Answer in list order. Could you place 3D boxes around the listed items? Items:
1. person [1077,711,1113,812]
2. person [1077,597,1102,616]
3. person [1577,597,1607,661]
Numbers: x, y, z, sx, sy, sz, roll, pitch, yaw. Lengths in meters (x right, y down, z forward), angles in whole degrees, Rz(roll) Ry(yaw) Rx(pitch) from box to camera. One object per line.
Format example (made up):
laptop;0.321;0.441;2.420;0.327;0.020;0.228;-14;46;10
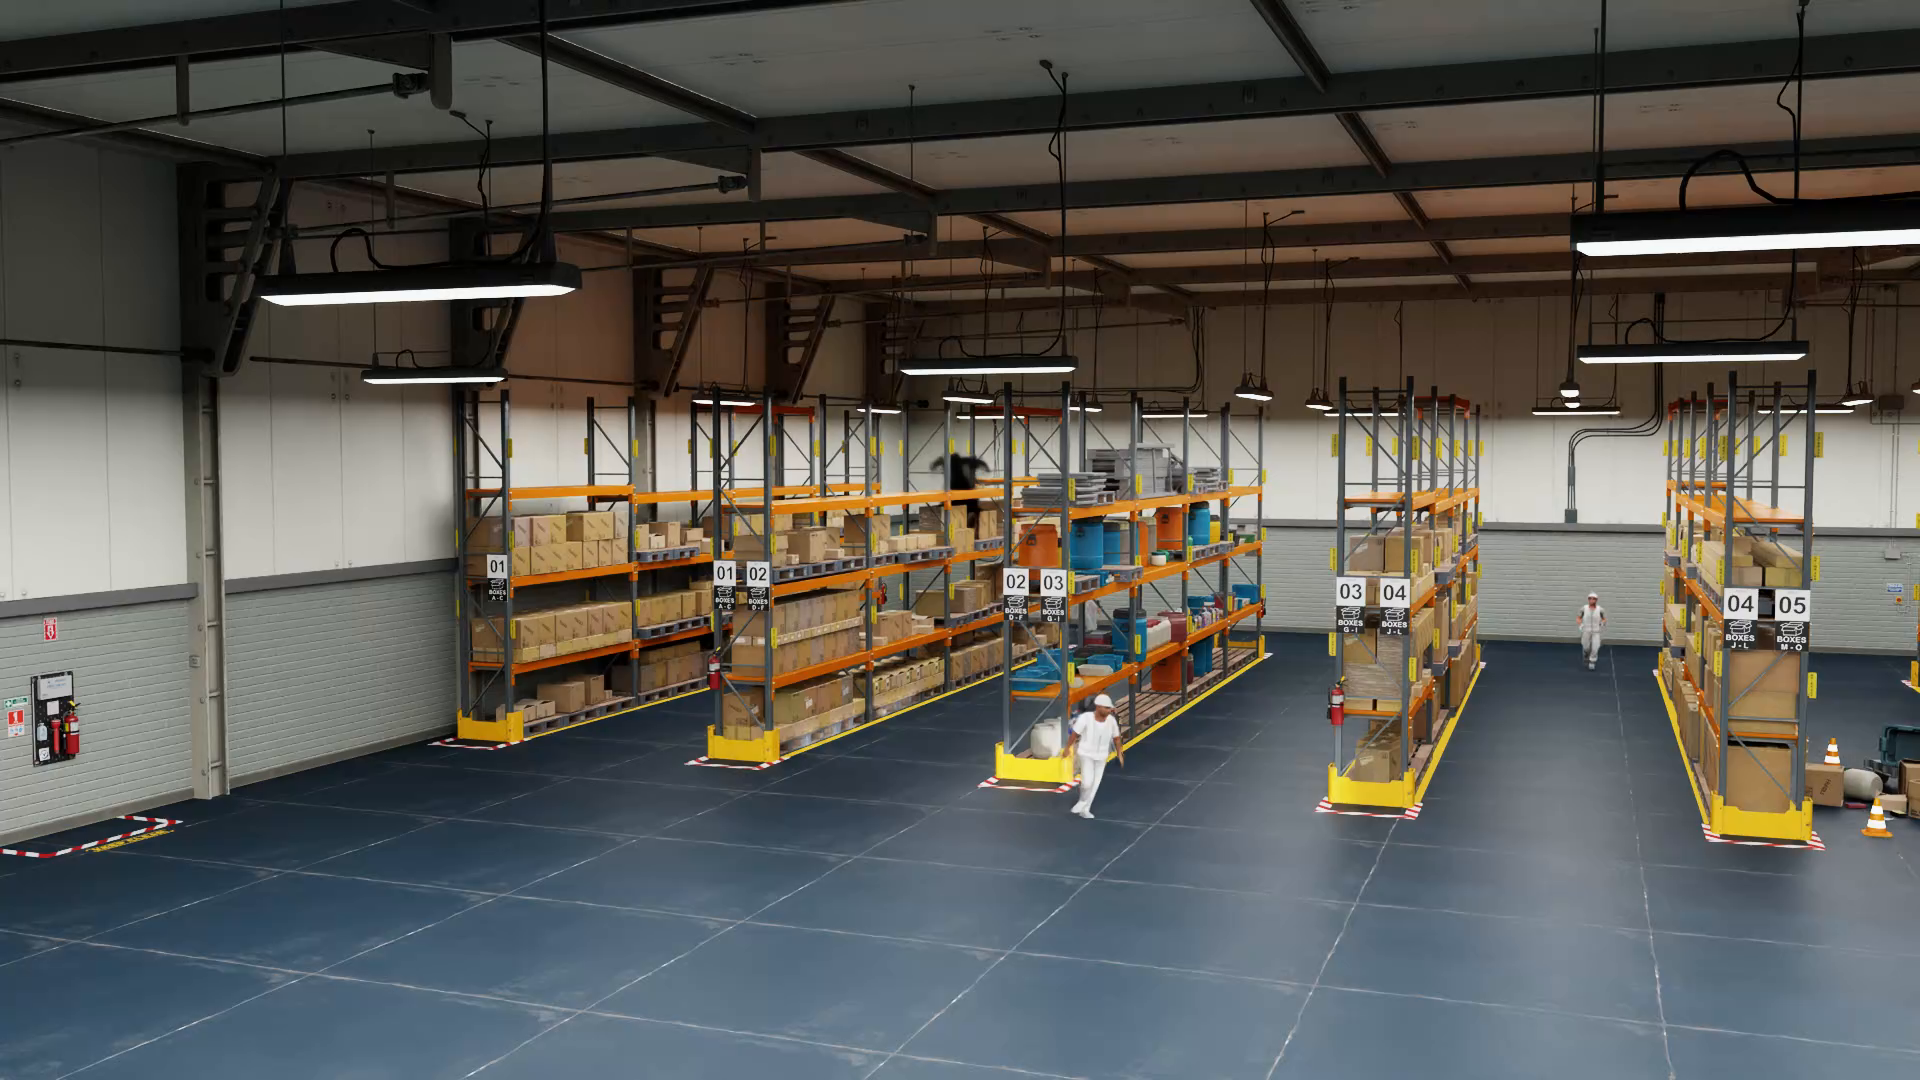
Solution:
person;1.789;2.989;22.376;0.511;1.427;0.558;-1;3;-20
person;3.269;1.932;42.034;0.648;1.534;0.688;-2;4;-38
person;14.185;1.984;37.312;0.641;1.472;0.565;1;3;18
